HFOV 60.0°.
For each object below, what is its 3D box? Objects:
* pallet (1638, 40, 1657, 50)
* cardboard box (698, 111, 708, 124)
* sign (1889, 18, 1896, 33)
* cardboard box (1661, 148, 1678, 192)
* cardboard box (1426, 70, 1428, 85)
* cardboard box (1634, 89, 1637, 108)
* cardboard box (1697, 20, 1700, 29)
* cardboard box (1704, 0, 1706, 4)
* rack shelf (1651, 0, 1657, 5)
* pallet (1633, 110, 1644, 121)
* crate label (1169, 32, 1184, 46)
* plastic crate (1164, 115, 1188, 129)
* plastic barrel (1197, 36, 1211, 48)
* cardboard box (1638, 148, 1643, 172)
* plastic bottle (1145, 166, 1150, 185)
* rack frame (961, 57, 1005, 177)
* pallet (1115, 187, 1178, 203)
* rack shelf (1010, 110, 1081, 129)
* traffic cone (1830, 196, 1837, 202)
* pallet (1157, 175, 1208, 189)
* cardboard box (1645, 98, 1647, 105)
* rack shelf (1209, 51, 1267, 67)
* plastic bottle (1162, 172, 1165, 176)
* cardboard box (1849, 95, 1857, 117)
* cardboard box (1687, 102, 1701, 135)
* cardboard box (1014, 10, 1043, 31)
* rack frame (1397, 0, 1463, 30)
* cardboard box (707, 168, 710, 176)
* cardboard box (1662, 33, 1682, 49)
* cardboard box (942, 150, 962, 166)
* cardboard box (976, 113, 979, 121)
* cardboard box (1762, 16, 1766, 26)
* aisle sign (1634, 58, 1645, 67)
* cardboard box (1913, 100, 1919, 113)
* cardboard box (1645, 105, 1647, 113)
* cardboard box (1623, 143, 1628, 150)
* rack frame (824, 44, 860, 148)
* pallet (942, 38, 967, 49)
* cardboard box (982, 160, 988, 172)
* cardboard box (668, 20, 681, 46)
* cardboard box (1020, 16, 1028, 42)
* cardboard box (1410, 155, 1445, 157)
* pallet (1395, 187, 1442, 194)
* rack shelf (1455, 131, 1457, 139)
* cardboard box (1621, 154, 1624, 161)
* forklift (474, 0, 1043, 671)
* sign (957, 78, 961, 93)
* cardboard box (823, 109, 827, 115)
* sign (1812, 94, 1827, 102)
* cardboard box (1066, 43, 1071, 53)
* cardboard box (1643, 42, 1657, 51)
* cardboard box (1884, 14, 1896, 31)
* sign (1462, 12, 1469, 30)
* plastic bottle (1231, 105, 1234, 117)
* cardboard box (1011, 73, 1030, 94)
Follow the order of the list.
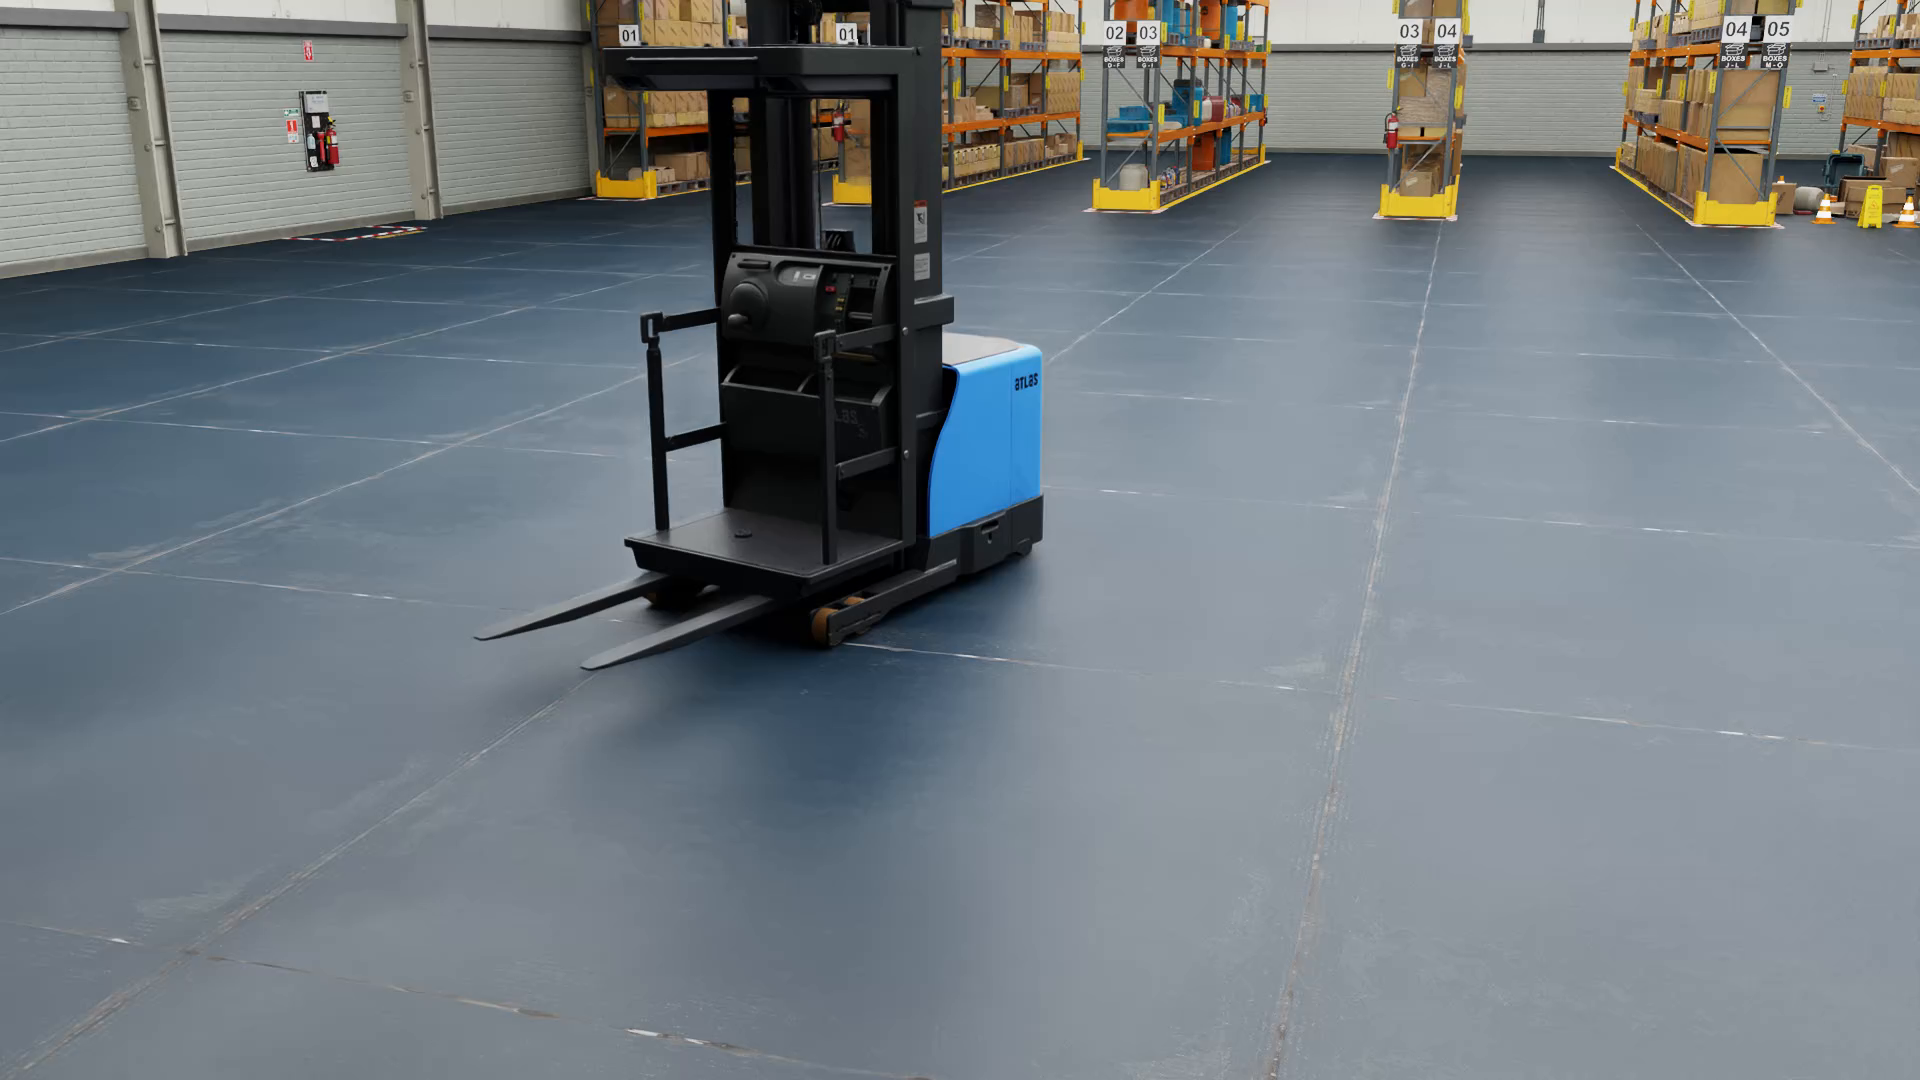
[{"bbox_3d":[15.596,-10.885,36.557,1.213,0.211,1.003,5,16,16],"label":"pallet"},{"bbox_3d":[-5.496,-8.684,34.186,0.500,0.250,0.500,5,16,16],"label":"cardboard box"},{"bbox_3d":[20.115,-11.101,35.880,0.100,0.325,0.005,5,16,16],"label":"sign"},{"bbox_3d":[13.690,-6.882,30.949,1.050,0.750,0.750,5,16,16],"label":"cardboard box"},{"bbox_3d":[7.937,-8.055,29.169,0.500,0.500,0.500,5,16,16],"label":"cardboard box"},{"bbox_3d":[15.888,-10.161,38.429,0.500,0.500,0.500,4,16,14],"label":"cardboard box"},{"bbox_3d":[12.955,-8.898,28.713,0.380,0.149,0.250,4,16,15],"label":"cardboard box"},{"bbox_3d":[12.810,-9.147,28.130,0.380,0.149,0.250,5,16,16],"label":"cardboard box"},{"bbox_3d":[15.305,-11.510,34.970,1.077,0.370,4.000,5,16,16],"label":"rack shelf"},{"bbox_3d":[15.517,-9.405,36.842,1.003,0.211,1.213,5,16,16],"label":"pallet"},{"bbox_3d":[3.836,-9.177,30.463,0.502,0.251,0.408,5,16,16],"label":"crate label"},{"bbox_3d":[4.070,-8.006,31.830,0.499,0.251,0.616,5,16,16],"label":"plastic crate"},{"bbox_3d":[5.123,-10.460,34.968,0.301,0.262,0.301,0,16,0],"label":"plastic barrel"},{"bbox_3d":[15.260,-8.374,36.667,0.500,0.500,0.500,5,17,18],"label":"cardboard box"},{"bbox_3d":[3.635,-7.135,32.536,0.144,0.351,0.185,5,16,16],"label":"plastic bottle"},{"bbox_3d":[0.513,-9.820,37.952,1.000,3.000,0.127,5,16,16],"label":"rack frame"},{"bbox_3d":[3.549,-6.554,31.549,1.003,0.211,1.213,5,16,16],"label":"pallet"},{"bbox_3d":[2.218,-11.043,43.585,1.077,0.370,4.000,5,16,16],"label":"rack shelf"},{"bbox_3d":[16.508,-6.601,31.255,0.336,0.463,0.334,5,16,16],"label":"traffic cone"},{"bbox_3d":[4.655,-7.575,35.150,1.003,0.211,1.213,5,16,16],"label":"pallet"},{"bbox_3d":[14.658,-9.233,35.029,0.380,0.149,0.250,5,16,16],"label":"cardboard box"},{"bbox_3d":[6.966,-12.101,41.818,1.077,0.370,4.000,5,16,16],"label":"rack shelf"},{"bbox_3d":[3.919,-6.933,31.948,0.061,0.283,0.133,5,16,16],"label":"plastic bottle"},{"bbox_3d":[21.256,-10.185,39.058,0.500,0.500,0.500,4,16,15],"label":"cardboard box"},{"bbox_3d":[13.105,-7.290,28.758,0.875,0.550,0.550,5,16,16],"label":"cardboard box"},{"bbox_3d":[1.751,-12.968,41.542,0.700,0.500,0.500,5,16,16],"label":"cardboard box"},{"bbox_3d":[7.736,-9.844,27.043,1.000,3.000,0.127,5,16,16],"label":"rack frame"},{"bbox_3d":[-5.498,-7.863,35.439,0.380,0.166,0.250,2,16,9],"label":"cardboard box"},{"bbox_3d":[14.655,-10.300,33.965,0.500,0.500,0.500,5,16,16],"label":"cardboard box"},{"bbox_3d":[-0.268,-8.011,34.817,0.500,0.311,0.500,5,16,16],"label":"cardboard box"},{"bbox_3d":[0.205,-9.361,36.795,0.380,0.149,0.250,6,17,20],"label":"cardboard box"},{"bbox_3d":[12.868,-8.184,26.195,0.380,0.149,0.250,5,17,16],"label":"cardboard box"},{"bbox_3d":[16.743,-12.025,40.965,0.394,0.787,0.004,5,16,16],"label":"aisle sign"},{"bbox_3d":[19.547,-8.731,33.474,0.500,0.250,0.500,4,16,14],"label":"cardboard box"},{"bbox_3d":[14.655,-9.082,35.044,0.380,0.149,0.250,4,16,15],"label":"cardboard box"},{"bbox_3d":[16.378,-9.601,40.546,0.380,0.149,0.250,5,16,16],"label":"cardboard box"},{"bbox_3d":[-3.101,-11.249,42.993,1.000,3.000,0.127,5,16,16],"label":"rack frame"},{"bbox_3d":[-0.386,-10.356,34.697,0.805,0.209,1.217,4,16,14],"label":"pallet"},{"bbox_3d":[0.308,-8.276,36.779,0.500,0.250,0.500,5,17,17],"label":"cardboard box"},{"bbox_3d":[-5.846,-9.953,32.704,0.500,0.500,0.500,5,17,18],"label":"cardboard box"},{"bbox_3d":[1.268,-12.305,40.081,0.600,0.600,0.600,4,16,15],"label":"cardboard box"},{"bbox_3d":[9.380,-7.442,33.344,0.700,0.500,0.500,3,16,11],"label":"cardboard box"},{"bbox_3d":[8.716,-6.484,31.302,1.003,0.211,1.213,5,16,16],"label":"pallet"},{"bbox_3d":[10.578,-9.228,37.184,1.077,0.370,4.000,5,16,16],"label":"rack shelf"},{"bbox_3d":[16.554,-9.451,41.106,0.380,0.149,0.250,5,17,17],"label":"cardboard box"},{"bbox_3d":[-0.818,-1.098,7.330,1.130,2.935,3.031,11,19,33],"label":"forklift"},{"bbox_3d":[-0.010,-10.378,37.945,0.100,0.325,0.005,5,16,16],"label":"sign"},{"bbox_3d":[-3.496,-10.562,40.993,0.380,0.149,0.250,5,17,16],"label":"cardboard box"},{"bbox_3d":[23.336,-12.002,45.151,0.327,0.218,0.001,5,16,16],"label":"sign"},{"bbox_3d":[2.611,-12.867,43.474,0.500,0.250,0.500,5,16,16],"label":"cardboard box"},{"bbox_3d":[15.754,-11.206,37.619,0.500,0.250,0.500,5,17,17],"label":"cardboard box"},{"bbox_3d":[21.000,-11.427,36.979,0.797,0.503,0.637,6,17,20],"label":"cardboard box"},{"bbox_3d":[9.395,-9.656,30.930,0.100,0.325,0.005,5,16,16],"label":"sign"},{"bbox_3d":[6.349,-10.066,39.047,0.152,0.276,0.135,5,16,16],"label":"plastic bottle"},{"bbox_3d":[1.545,-11.548,42.029,0.500,0.500,0.500,5,17,16],"label":"cardboard box"}]
